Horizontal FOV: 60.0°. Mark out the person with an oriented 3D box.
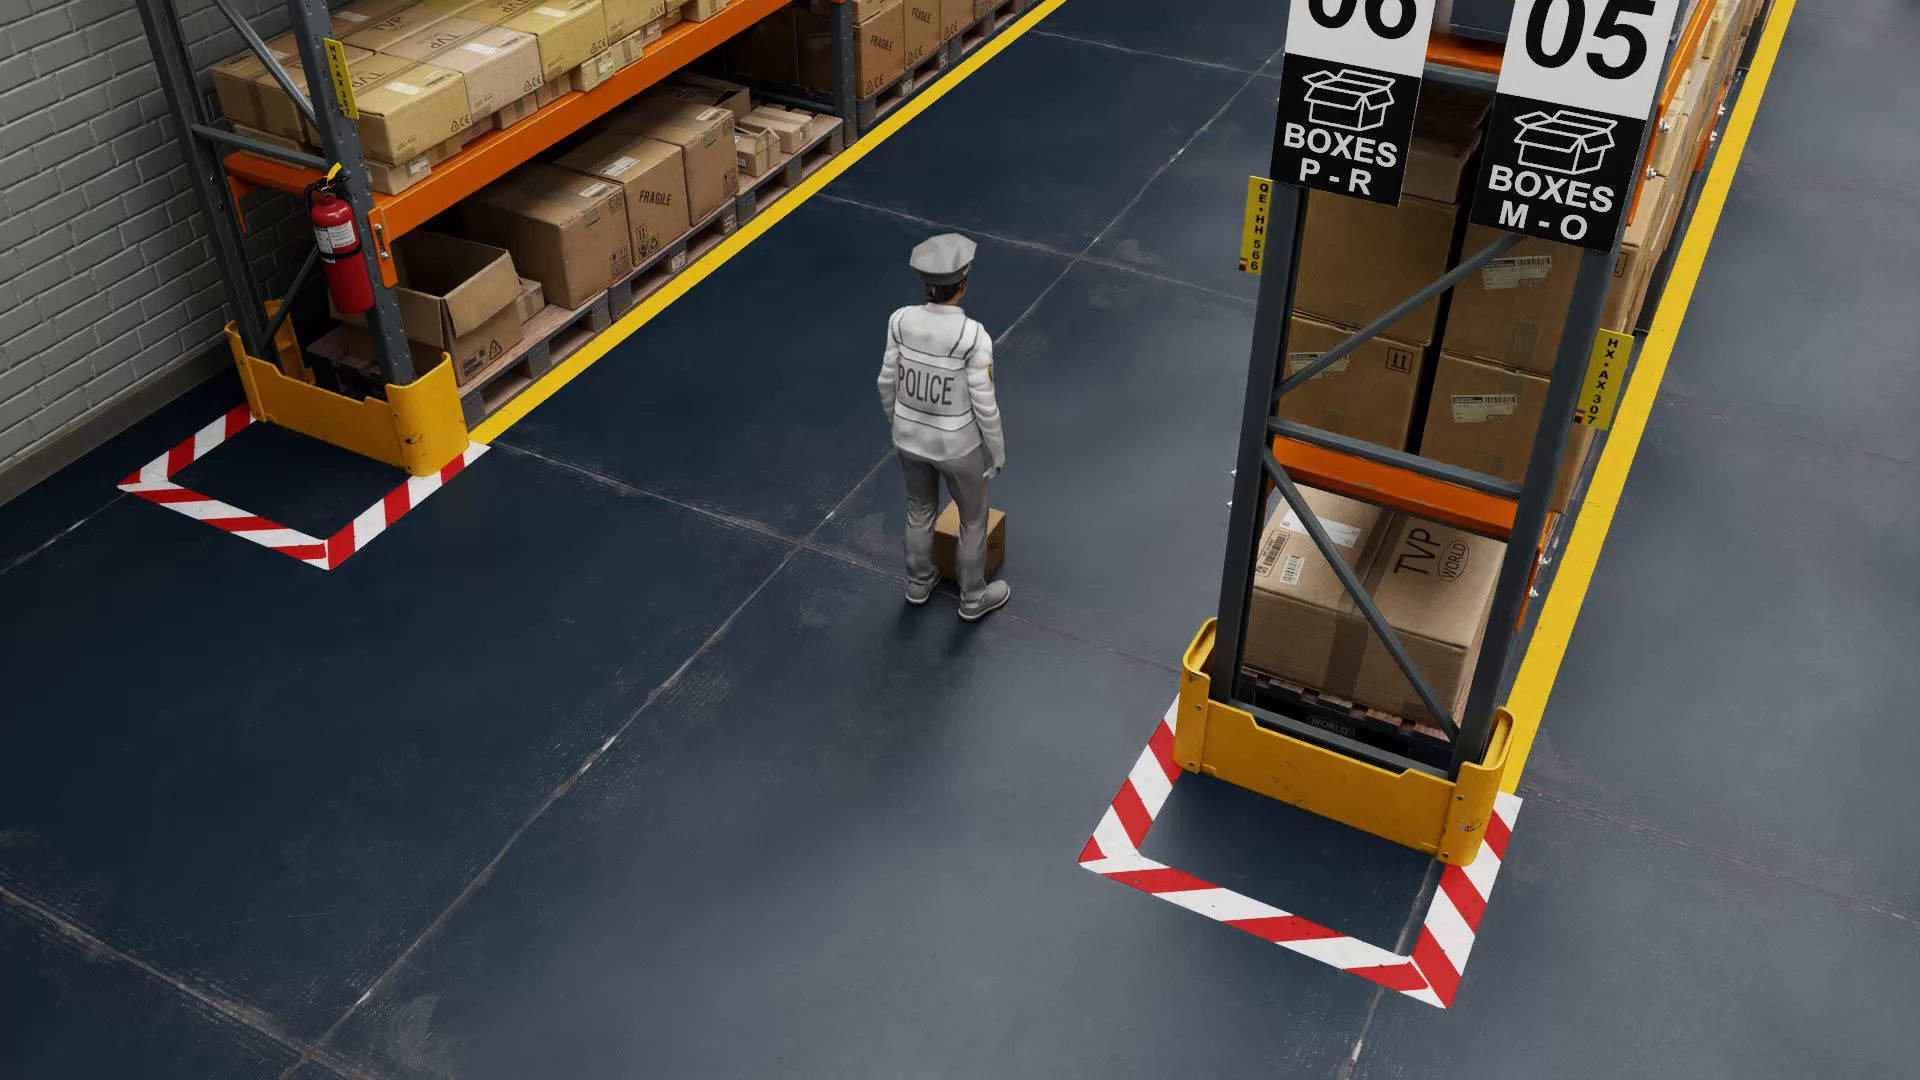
[{"bbox_3d":[-0.066,-0.406,6.666,0.529,1.663,0.374,18,42,21],"label":"person"}]
